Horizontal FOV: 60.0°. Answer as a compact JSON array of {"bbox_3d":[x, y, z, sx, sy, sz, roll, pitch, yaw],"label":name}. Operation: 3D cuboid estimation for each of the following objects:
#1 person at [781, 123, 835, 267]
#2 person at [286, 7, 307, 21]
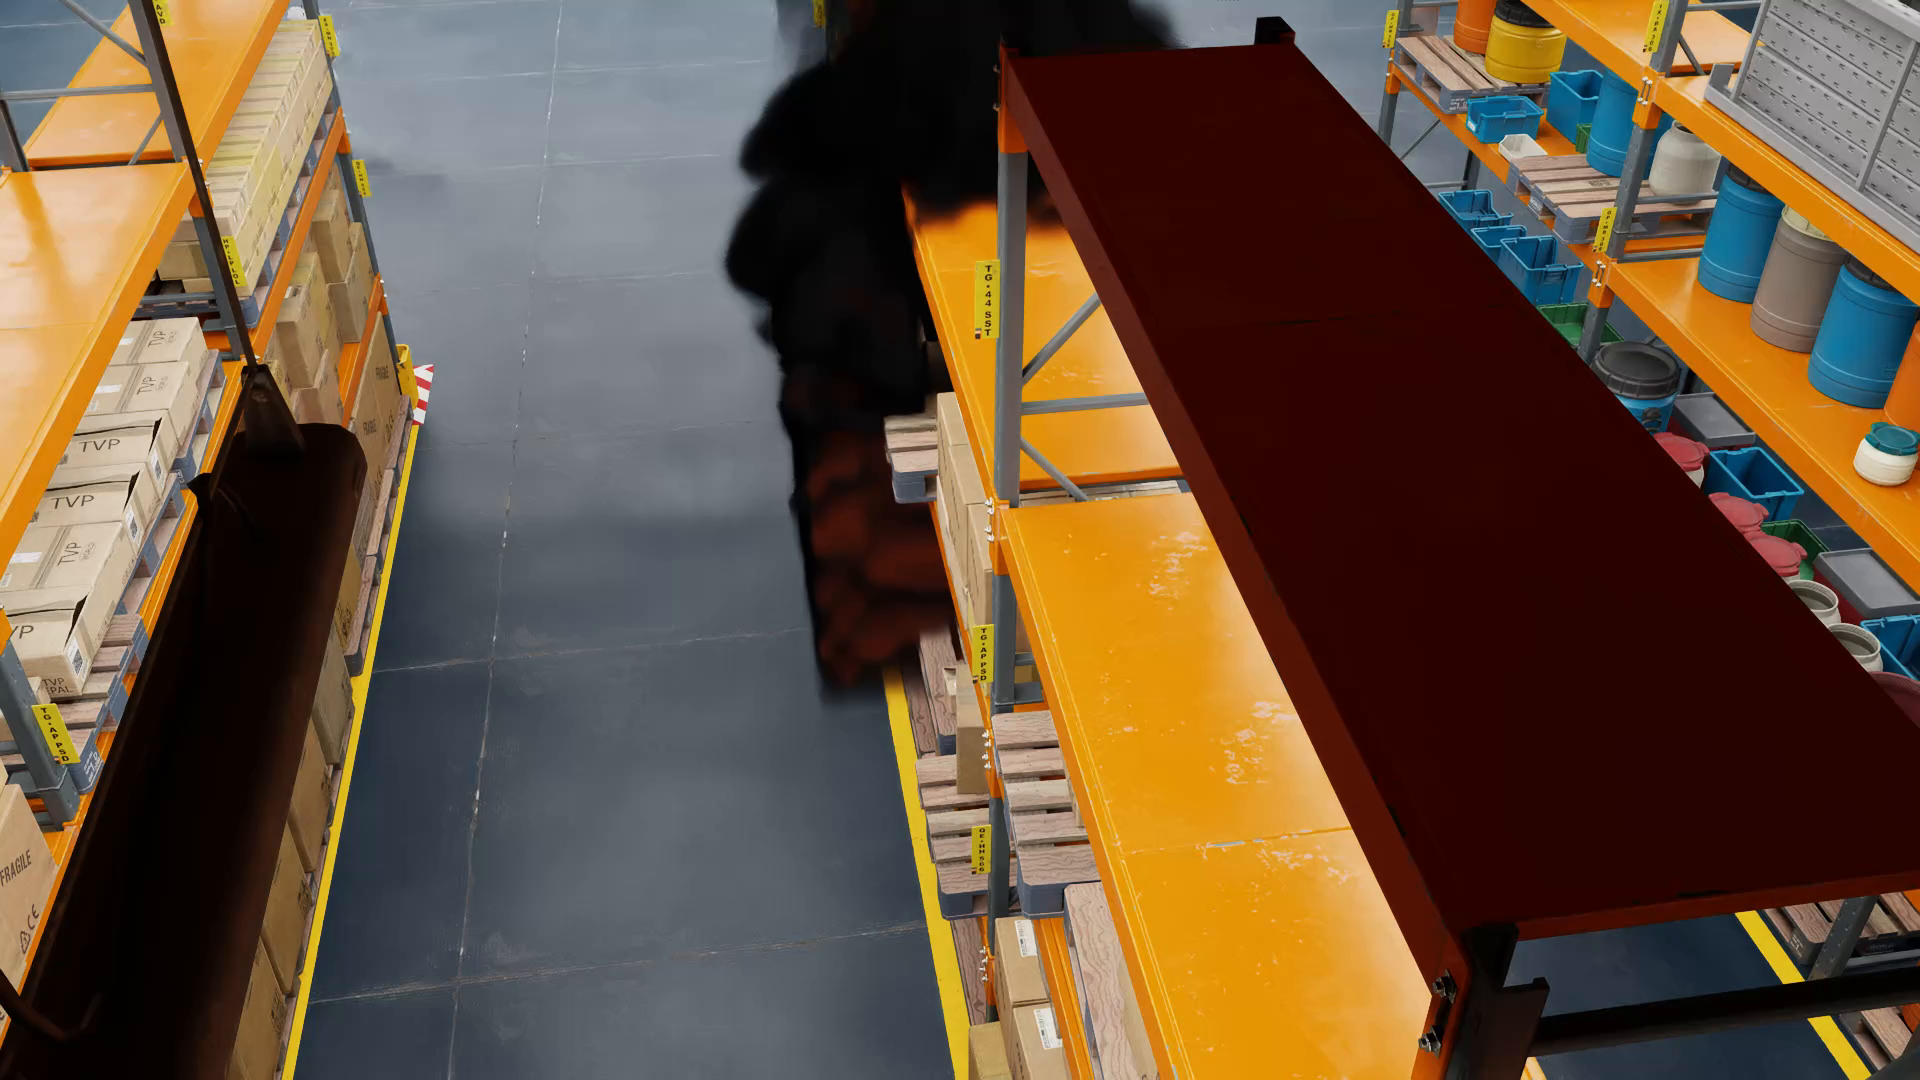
[{"bbox_3d":[-1.522,-3.510,16.914,0.527,1.552,0.518,18,40,23],"label":"person"},{"bbox_3d":[-7.622,-5.395,19.395,0.568,1.653,0.570,18,40,23],"label":"person"}]
